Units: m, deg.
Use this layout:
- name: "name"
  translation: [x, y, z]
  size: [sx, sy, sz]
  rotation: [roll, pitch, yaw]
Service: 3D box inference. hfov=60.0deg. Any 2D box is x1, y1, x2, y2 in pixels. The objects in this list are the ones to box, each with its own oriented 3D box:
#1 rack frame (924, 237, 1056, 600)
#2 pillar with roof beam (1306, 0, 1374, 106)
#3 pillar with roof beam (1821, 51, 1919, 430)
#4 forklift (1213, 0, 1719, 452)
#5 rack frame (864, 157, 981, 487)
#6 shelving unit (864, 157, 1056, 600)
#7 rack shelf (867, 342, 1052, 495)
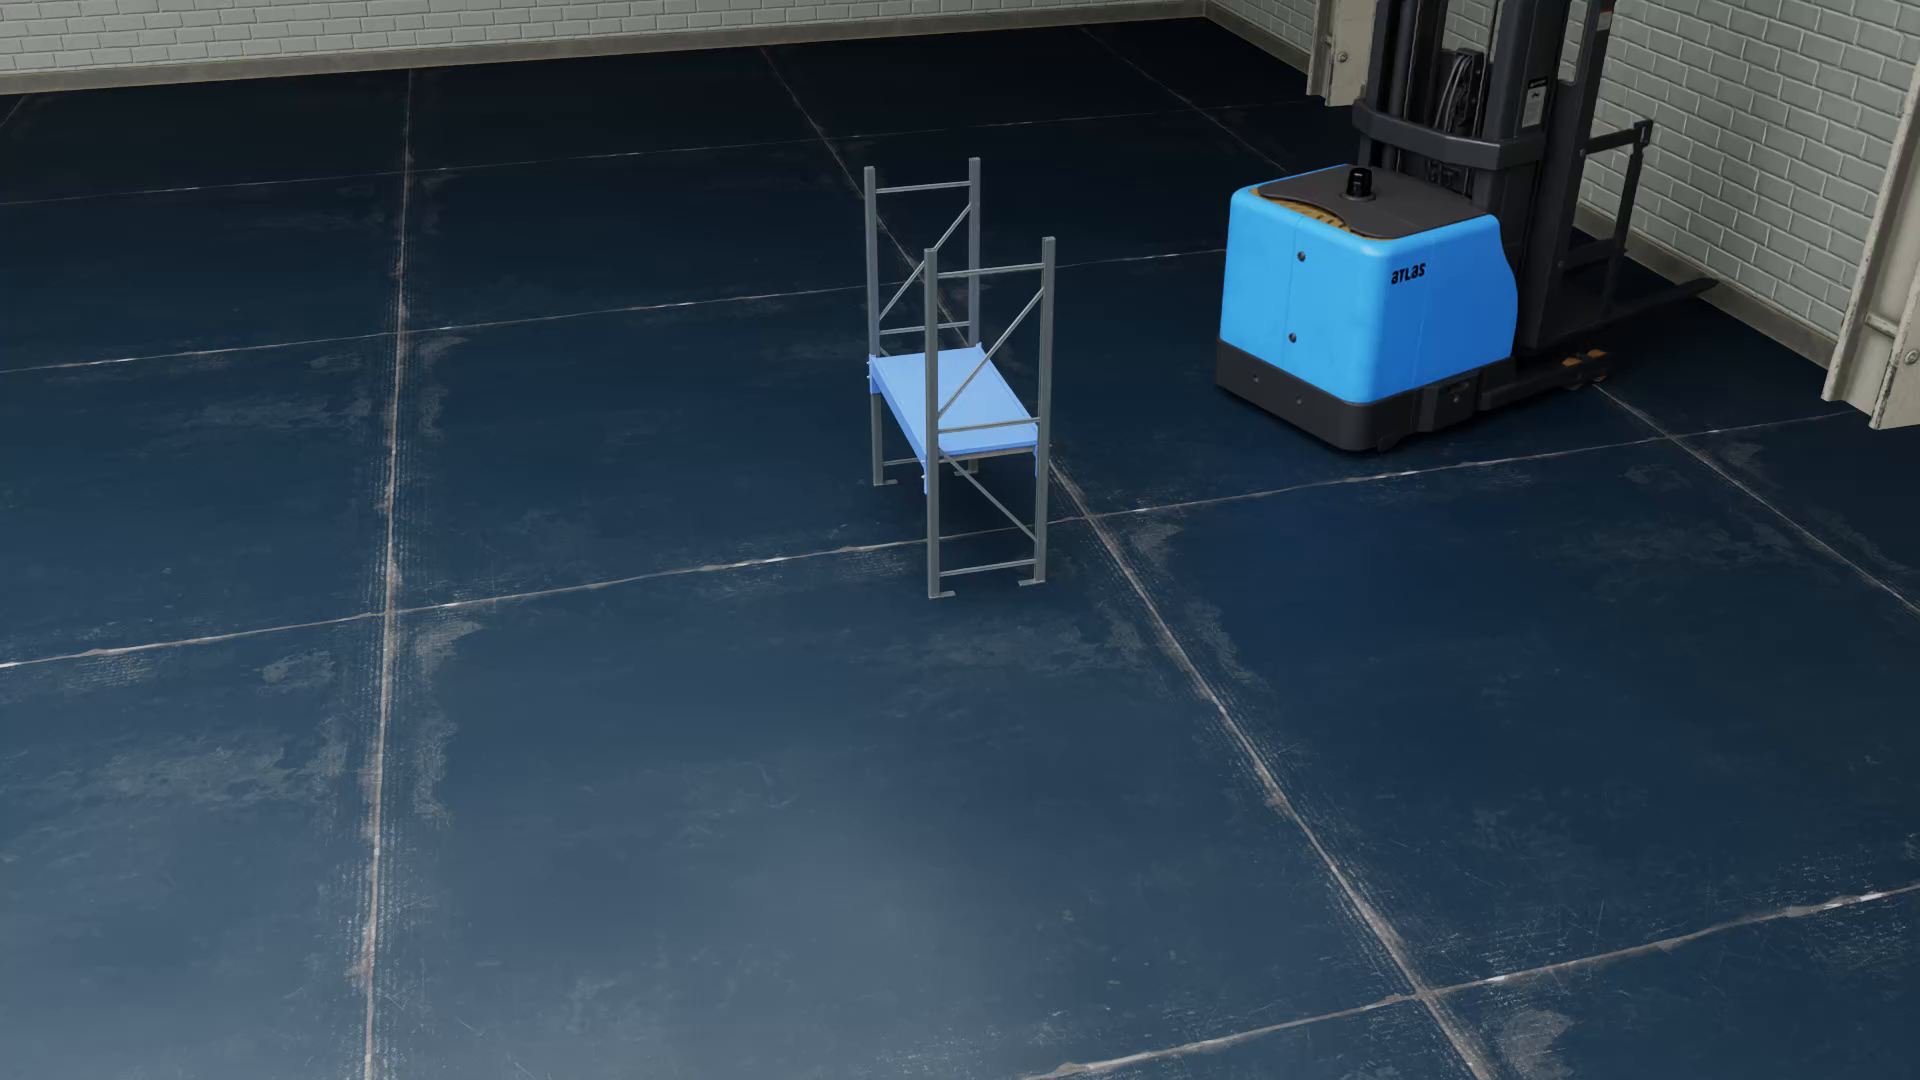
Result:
- name: "rack frame"
  translation: [0.112, -0.445, 6.521]
  size: [0.500, 1.500, 0.032]
  rotation: [-8, 31, -13]
- name: "pillar with roof beam"
  translation: [-1.138, -6.878, 10.150]
  size: [9.100, 9.000, 0.400]
  rotation: [-8, 31, -13]
- name: "pillar with roof beam"
  translation: [0.454, -3.980, 5.144]
  size: [9.100, 9.000, 0.400]
  rotation: [-8, 31, -13]
- name: "forklift"
  translation: [2.806, -2.242, 8.198]
  size: [3.031, 2.935, 1.130]
  rotation: [-18, 35, -29]
- name: "rack frame"
  translation: [-0.158, -0.936, 7.370]
  size: [0.500, 1.500, 0.032]
  rotation: [-8, 31, -13]
- name: "shelving unit"
  translation: [-0.023, -0.690, 6.945]
  size: [0.538, 1.500, 1.048]
  rotation: [-8, 31, -13]
- name: "rack shelf"
  translation: [-0.023, -0.535, 7.036]
  size: [0.538, 0.185, 1.000]
  rotation: [-8, 31, -13]
